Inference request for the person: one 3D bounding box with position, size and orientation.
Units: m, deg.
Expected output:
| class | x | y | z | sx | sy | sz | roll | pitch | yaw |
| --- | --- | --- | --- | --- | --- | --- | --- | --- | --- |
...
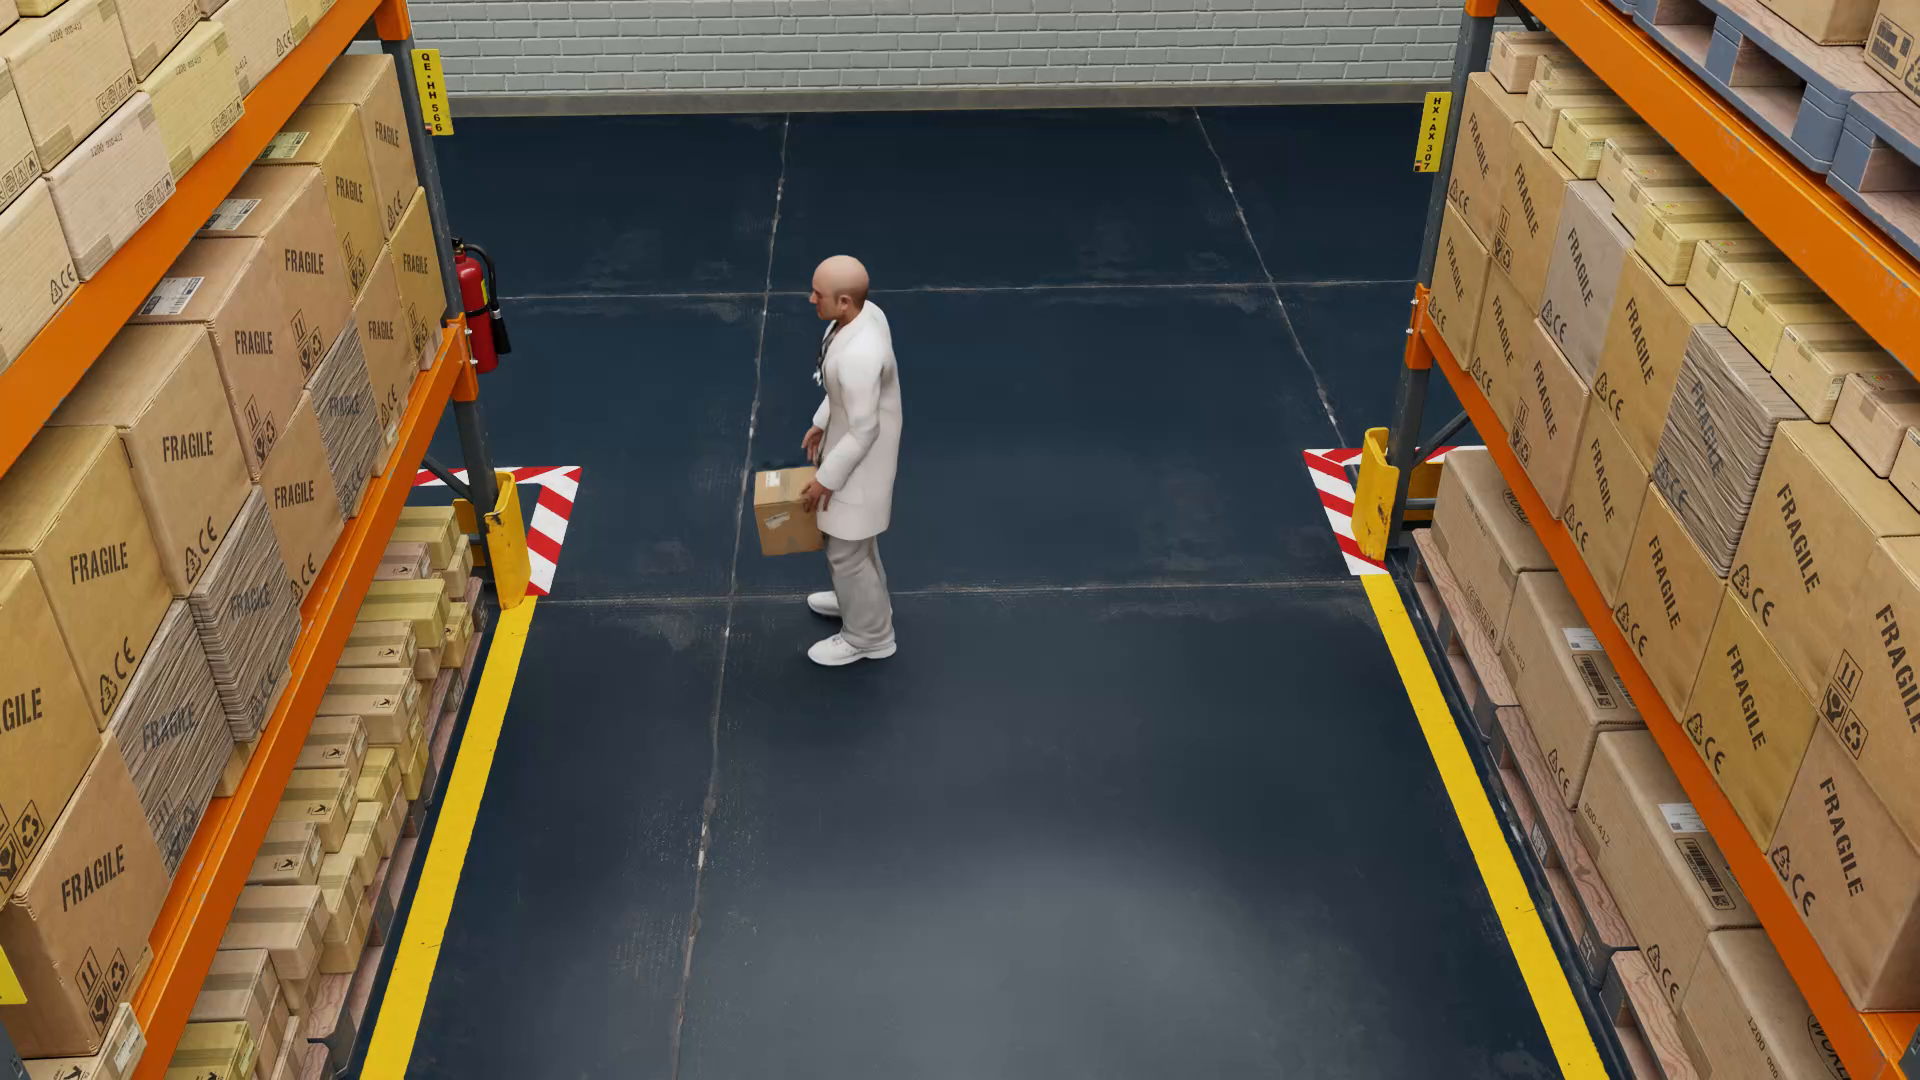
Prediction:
| class | x | y | z | sx | sy | sz | roll | pitch | yaw |
| --- | --- | --- | --- | --- | --- | --- | --- | --- | --- |
| person | -5.979 | 3.384 | 1.281 | 12.384 | 1.779 | 12.739 | -2 | 35 | -3 |
